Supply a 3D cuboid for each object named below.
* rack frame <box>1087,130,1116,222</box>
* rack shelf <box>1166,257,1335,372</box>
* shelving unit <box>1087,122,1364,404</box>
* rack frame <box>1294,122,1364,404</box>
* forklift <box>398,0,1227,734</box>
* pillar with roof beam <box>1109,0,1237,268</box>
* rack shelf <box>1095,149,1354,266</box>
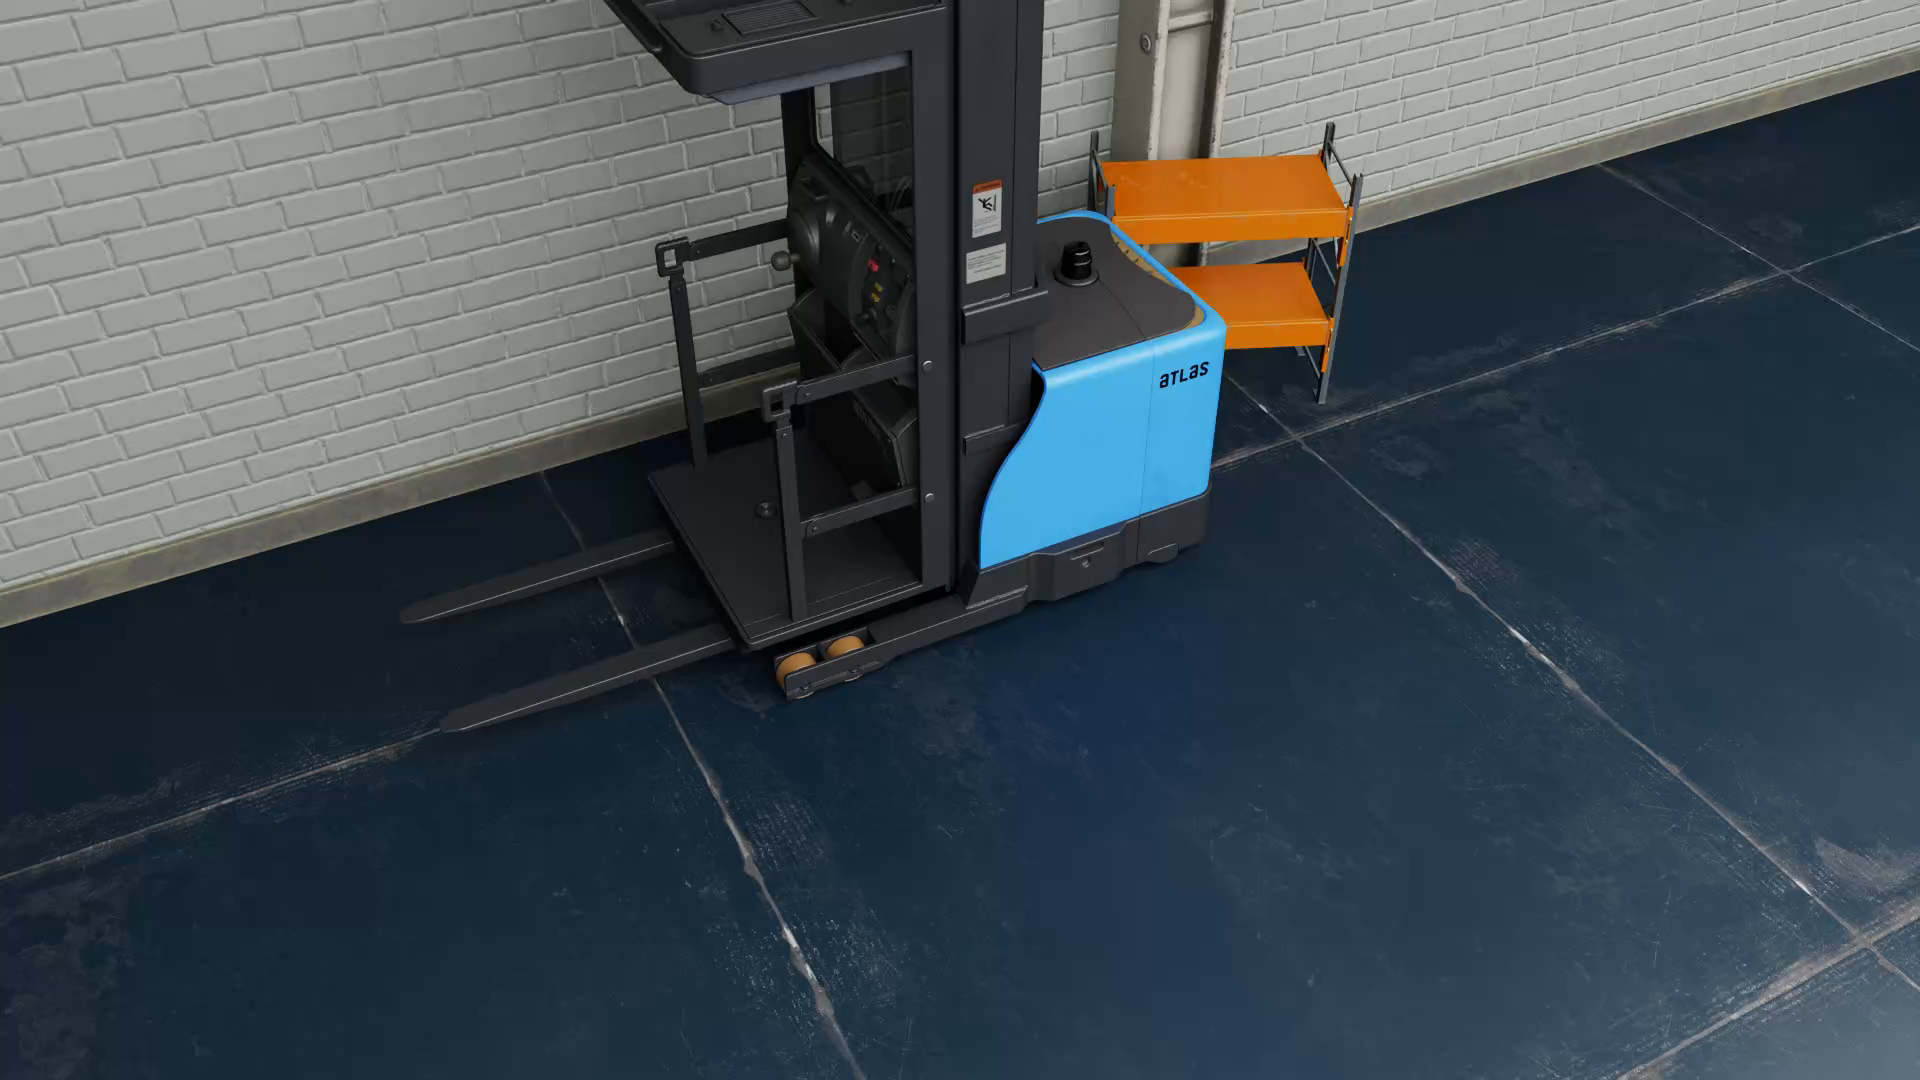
[{"bbox_3d":[0.591,-1.149,7.237,0.032,1.125,0.500,-3,40,-3],"label":"rack frame"},{"bbox_3d":[1.098,-0.988,7.426,1.000,0.278,0.538,-3,40,-3],"label":"rack shelf"},{"bbox_3d":[1.098,-1.175,7.268,1.048,1.125,0.538,-3,40,-3],"label":"shelving unit"},{"bbox_3d":[1.605,-1.201,7.298,0.032,1.125,0.500,-3,40,-3],"label":"rack frame"},{"bbox_3d":[-0.561,-0.933,5.584,3.031,2.935,1.130,-18,44,-20],"label":"forklift"},{"bbox_3d":[2.917,-2.092,2.257,0.400,9.000,9.100,-19,44,-21],"label":"pillar with roof beam"},{"bbox_3d":[1.098,-1.399,7.079,1.000,0.278,0.538,-3,40,-3],"label":"rack shelf"}]
